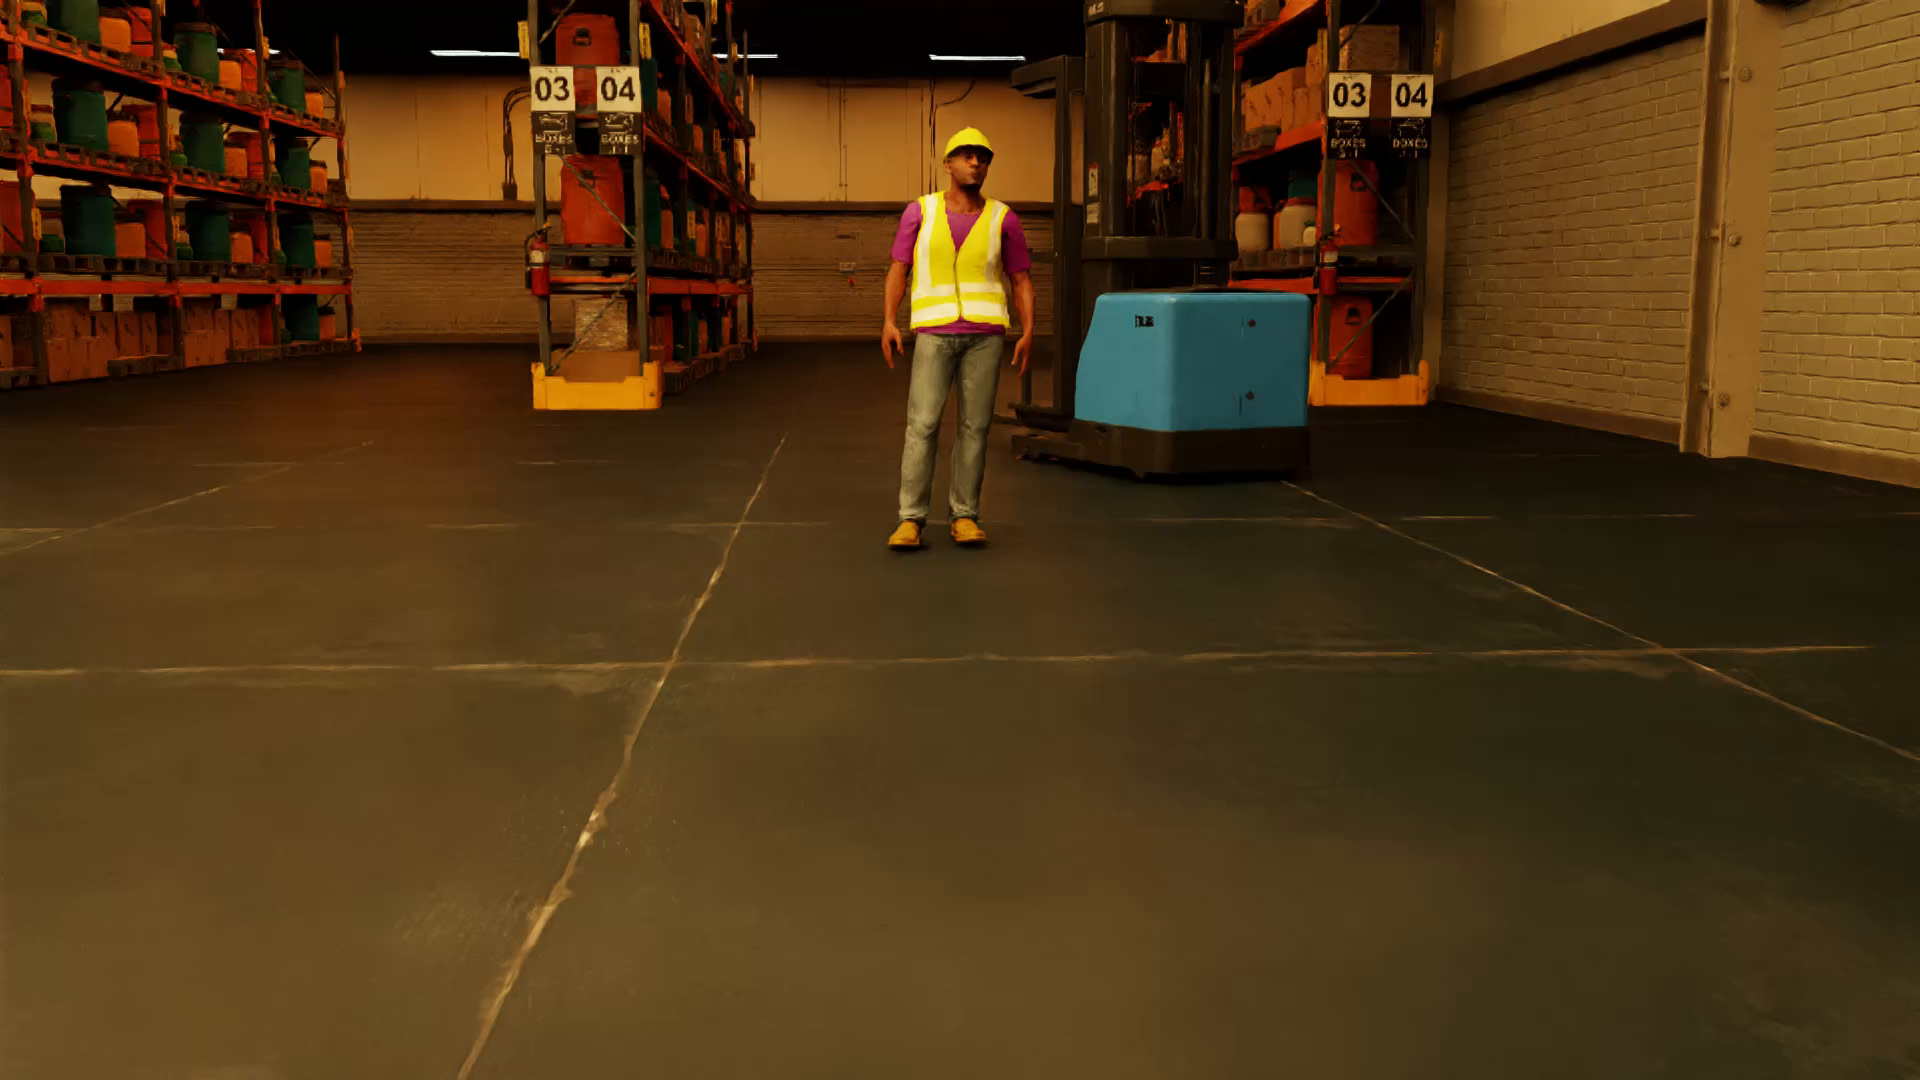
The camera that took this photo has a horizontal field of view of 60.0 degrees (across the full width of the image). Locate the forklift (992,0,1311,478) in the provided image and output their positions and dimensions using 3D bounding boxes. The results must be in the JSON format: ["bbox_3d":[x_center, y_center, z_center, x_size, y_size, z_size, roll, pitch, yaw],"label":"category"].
[{"bbox_3d":[0.994,-1.980,10.663,1.130,2.935,3.031,-4,9,-23],"label":"forklift"}]

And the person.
[{"bbox_3d":[-0.001,-0.870,7.110,0.665,1.766,0.575,-1,8,-4],"label":"person"}]
